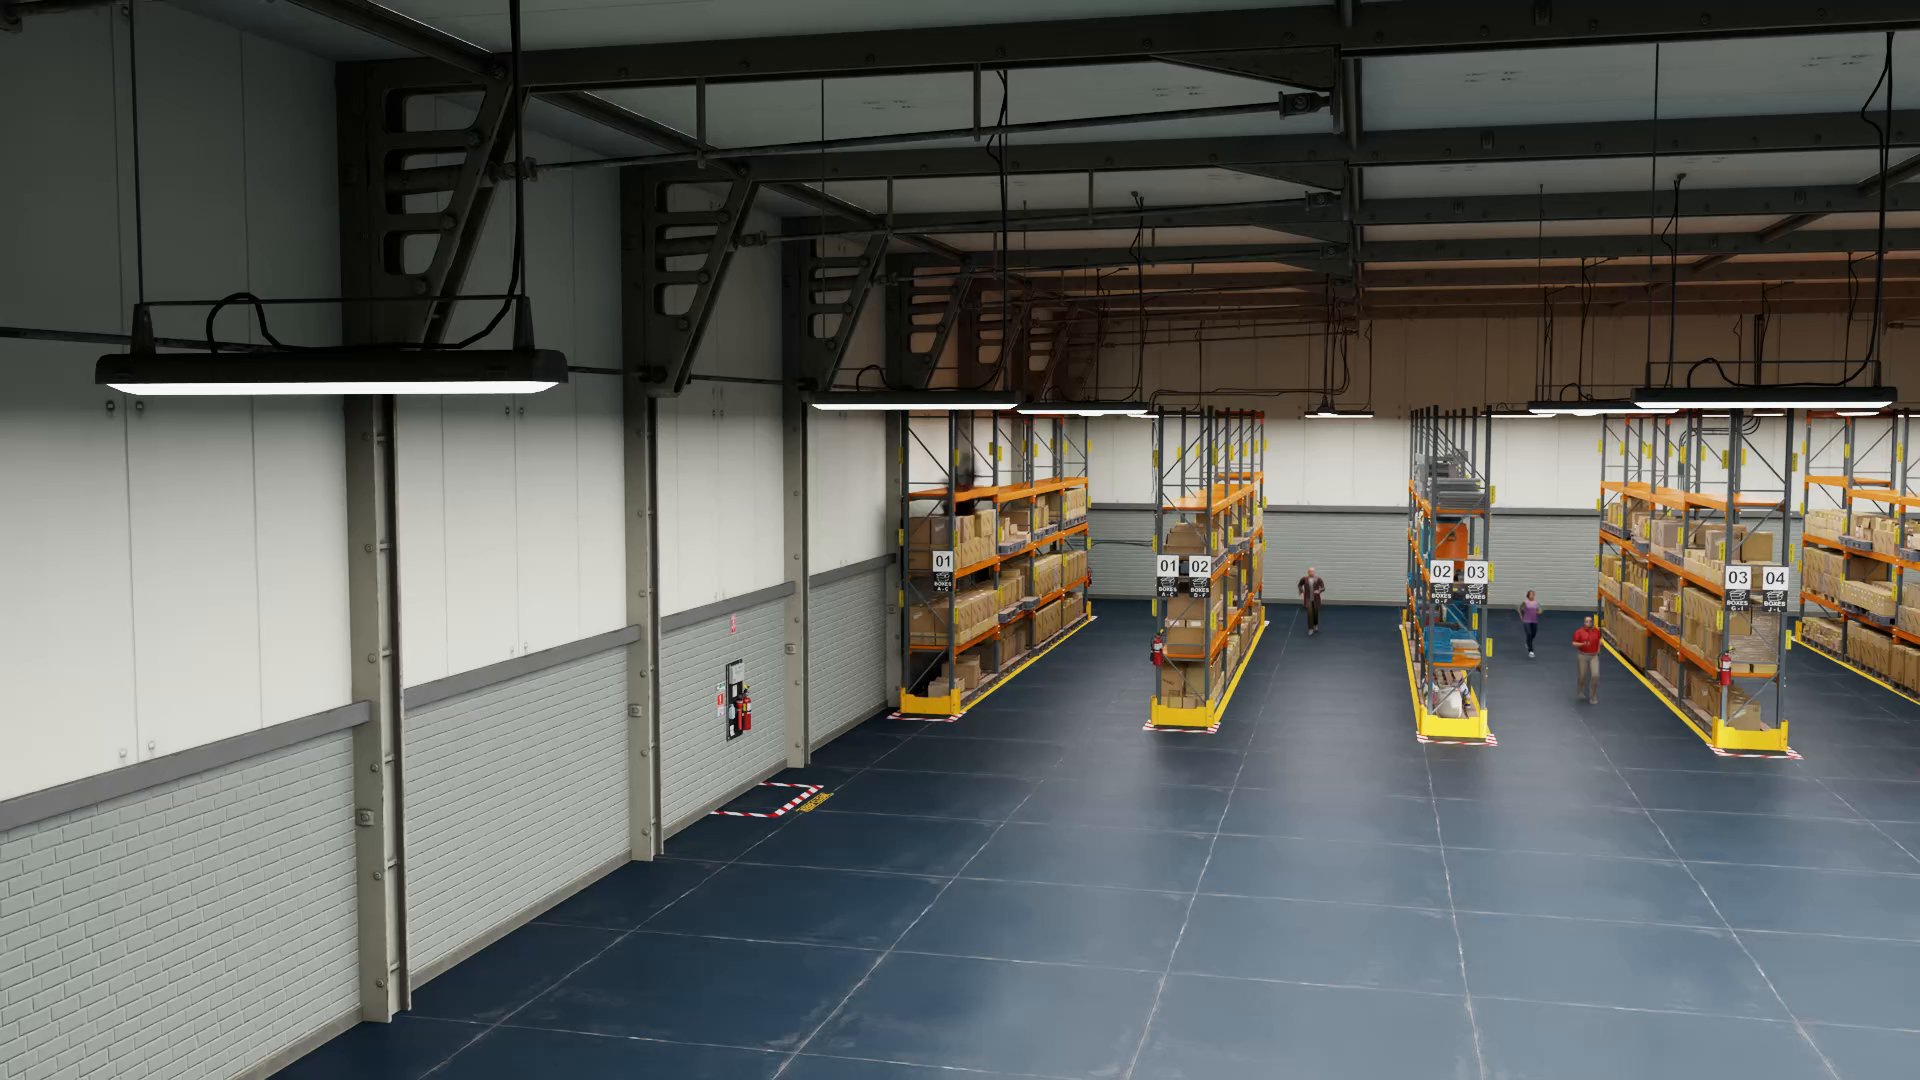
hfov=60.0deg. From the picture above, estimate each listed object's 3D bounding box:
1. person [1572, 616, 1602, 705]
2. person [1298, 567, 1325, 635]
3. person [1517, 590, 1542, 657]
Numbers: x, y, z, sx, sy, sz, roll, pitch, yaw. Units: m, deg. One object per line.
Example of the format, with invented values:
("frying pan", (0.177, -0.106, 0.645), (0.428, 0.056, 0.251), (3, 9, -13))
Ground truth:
("person", (12.761, 2.444, 33.804), (0.640, 1.791, 0.750), (1, 4, 8))
("person", (9.458, 1.669, 44.744), (0.721, 1.706, 0.941), (1, 4, 11))
("person", (13.851, 2.008, 40.398), (0.537, 1.585, 0.893), (0, 4, 1))
